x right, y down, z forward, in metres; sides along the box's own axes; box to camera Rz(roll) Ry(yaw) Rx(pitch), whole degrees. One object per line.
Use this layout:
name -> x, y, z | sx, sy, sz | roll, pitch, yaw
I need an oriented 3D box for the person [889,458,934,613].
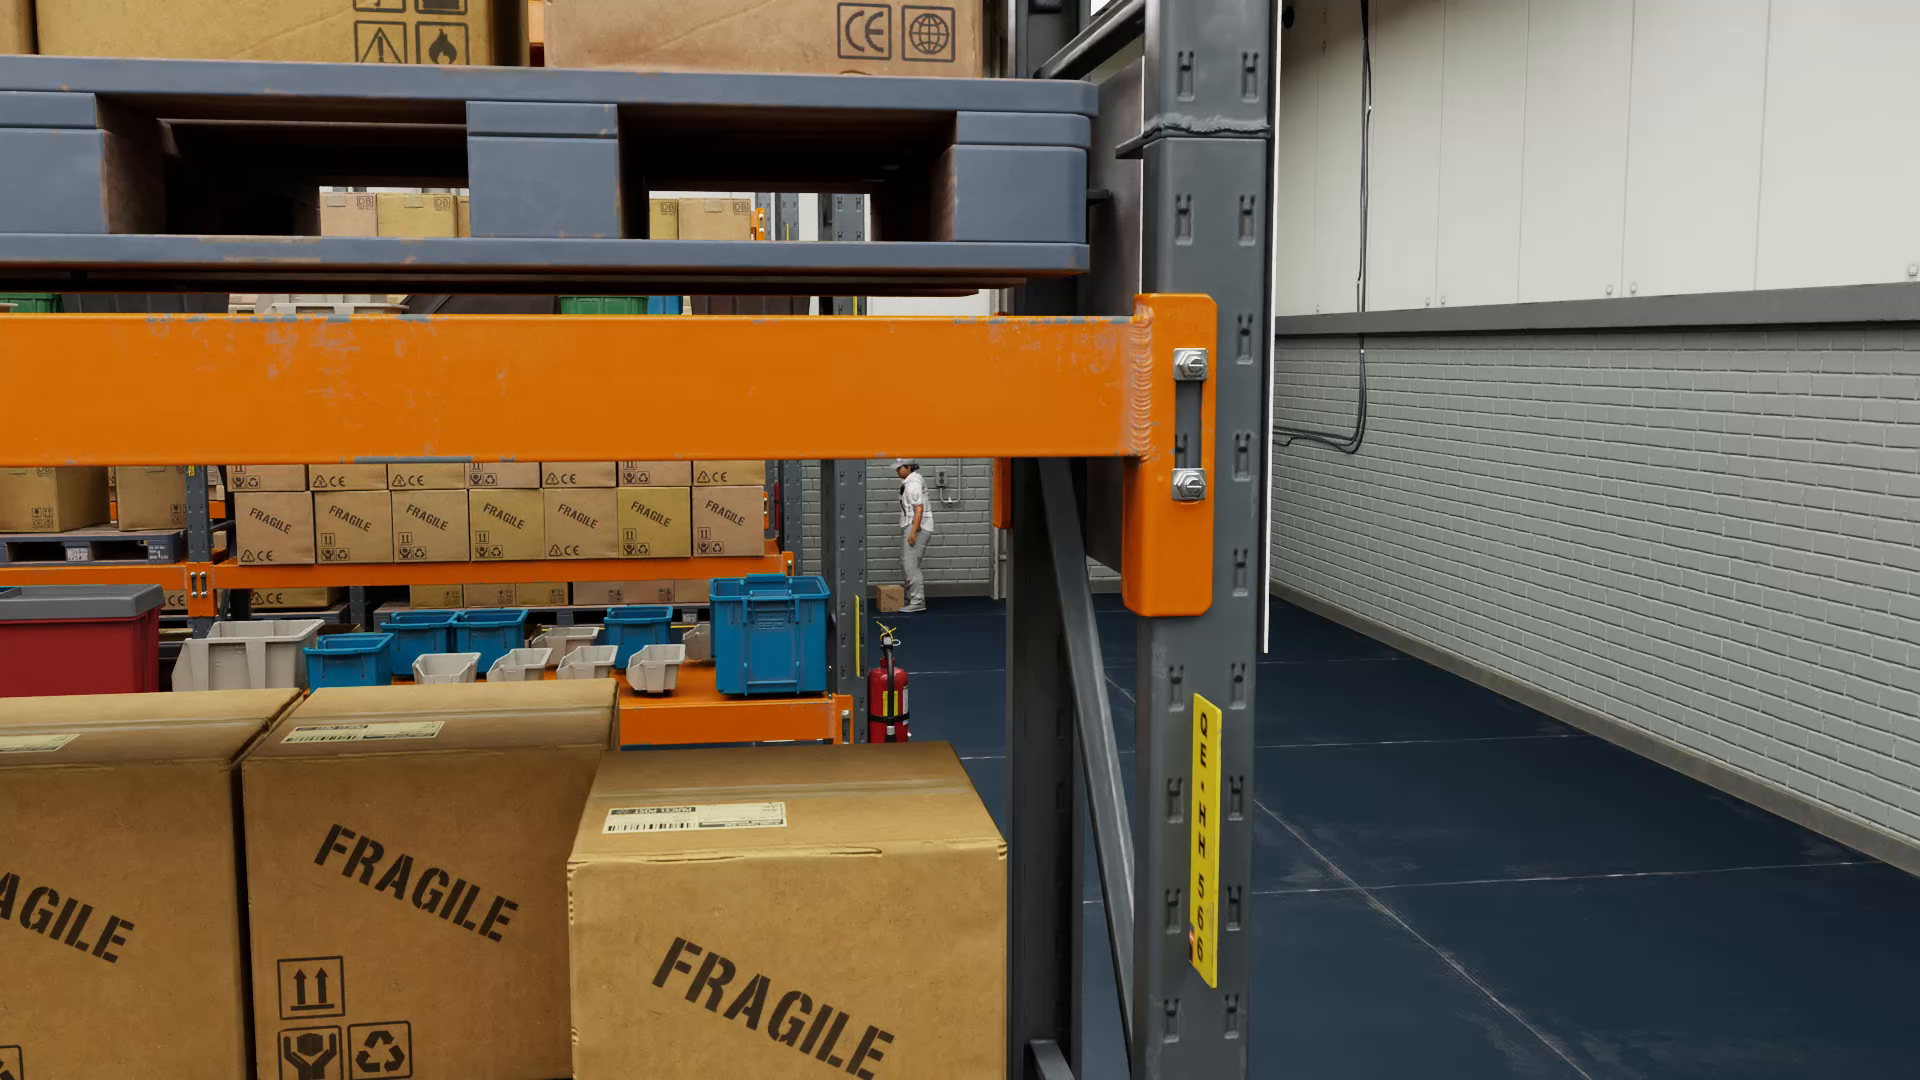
person -> -0.518, -0.087, 17.567 | 0.470, 1.665, 0.537 | -1, 7, -9
